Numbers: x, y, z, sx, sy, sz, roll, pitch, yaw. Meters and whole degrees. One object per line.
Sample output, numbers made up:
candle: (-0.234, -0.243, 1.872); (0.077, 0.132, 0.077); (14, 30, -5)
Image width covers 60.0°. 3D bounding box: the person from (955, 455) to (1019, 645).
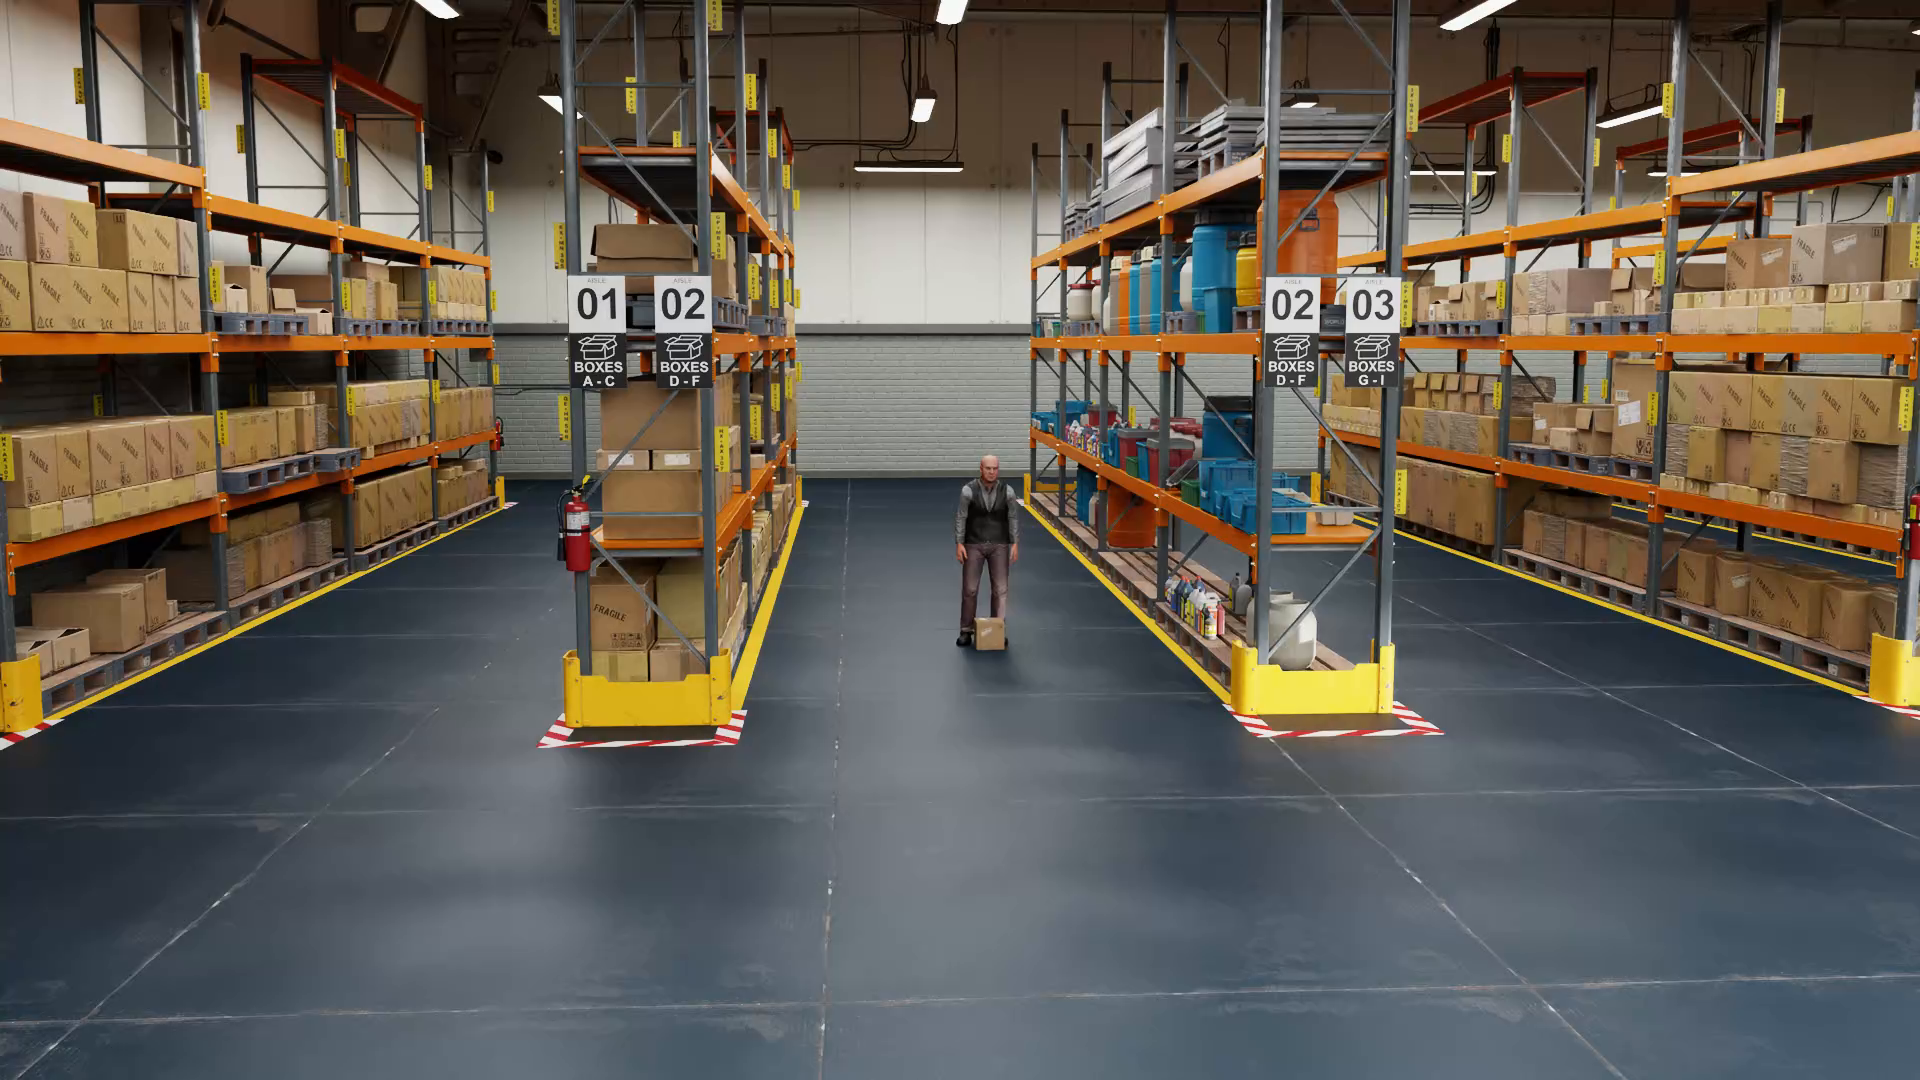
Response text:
person: (0.244, 0.080, 15.167); (0.592, 1.722, 0.416); (-1, 7, -6)
